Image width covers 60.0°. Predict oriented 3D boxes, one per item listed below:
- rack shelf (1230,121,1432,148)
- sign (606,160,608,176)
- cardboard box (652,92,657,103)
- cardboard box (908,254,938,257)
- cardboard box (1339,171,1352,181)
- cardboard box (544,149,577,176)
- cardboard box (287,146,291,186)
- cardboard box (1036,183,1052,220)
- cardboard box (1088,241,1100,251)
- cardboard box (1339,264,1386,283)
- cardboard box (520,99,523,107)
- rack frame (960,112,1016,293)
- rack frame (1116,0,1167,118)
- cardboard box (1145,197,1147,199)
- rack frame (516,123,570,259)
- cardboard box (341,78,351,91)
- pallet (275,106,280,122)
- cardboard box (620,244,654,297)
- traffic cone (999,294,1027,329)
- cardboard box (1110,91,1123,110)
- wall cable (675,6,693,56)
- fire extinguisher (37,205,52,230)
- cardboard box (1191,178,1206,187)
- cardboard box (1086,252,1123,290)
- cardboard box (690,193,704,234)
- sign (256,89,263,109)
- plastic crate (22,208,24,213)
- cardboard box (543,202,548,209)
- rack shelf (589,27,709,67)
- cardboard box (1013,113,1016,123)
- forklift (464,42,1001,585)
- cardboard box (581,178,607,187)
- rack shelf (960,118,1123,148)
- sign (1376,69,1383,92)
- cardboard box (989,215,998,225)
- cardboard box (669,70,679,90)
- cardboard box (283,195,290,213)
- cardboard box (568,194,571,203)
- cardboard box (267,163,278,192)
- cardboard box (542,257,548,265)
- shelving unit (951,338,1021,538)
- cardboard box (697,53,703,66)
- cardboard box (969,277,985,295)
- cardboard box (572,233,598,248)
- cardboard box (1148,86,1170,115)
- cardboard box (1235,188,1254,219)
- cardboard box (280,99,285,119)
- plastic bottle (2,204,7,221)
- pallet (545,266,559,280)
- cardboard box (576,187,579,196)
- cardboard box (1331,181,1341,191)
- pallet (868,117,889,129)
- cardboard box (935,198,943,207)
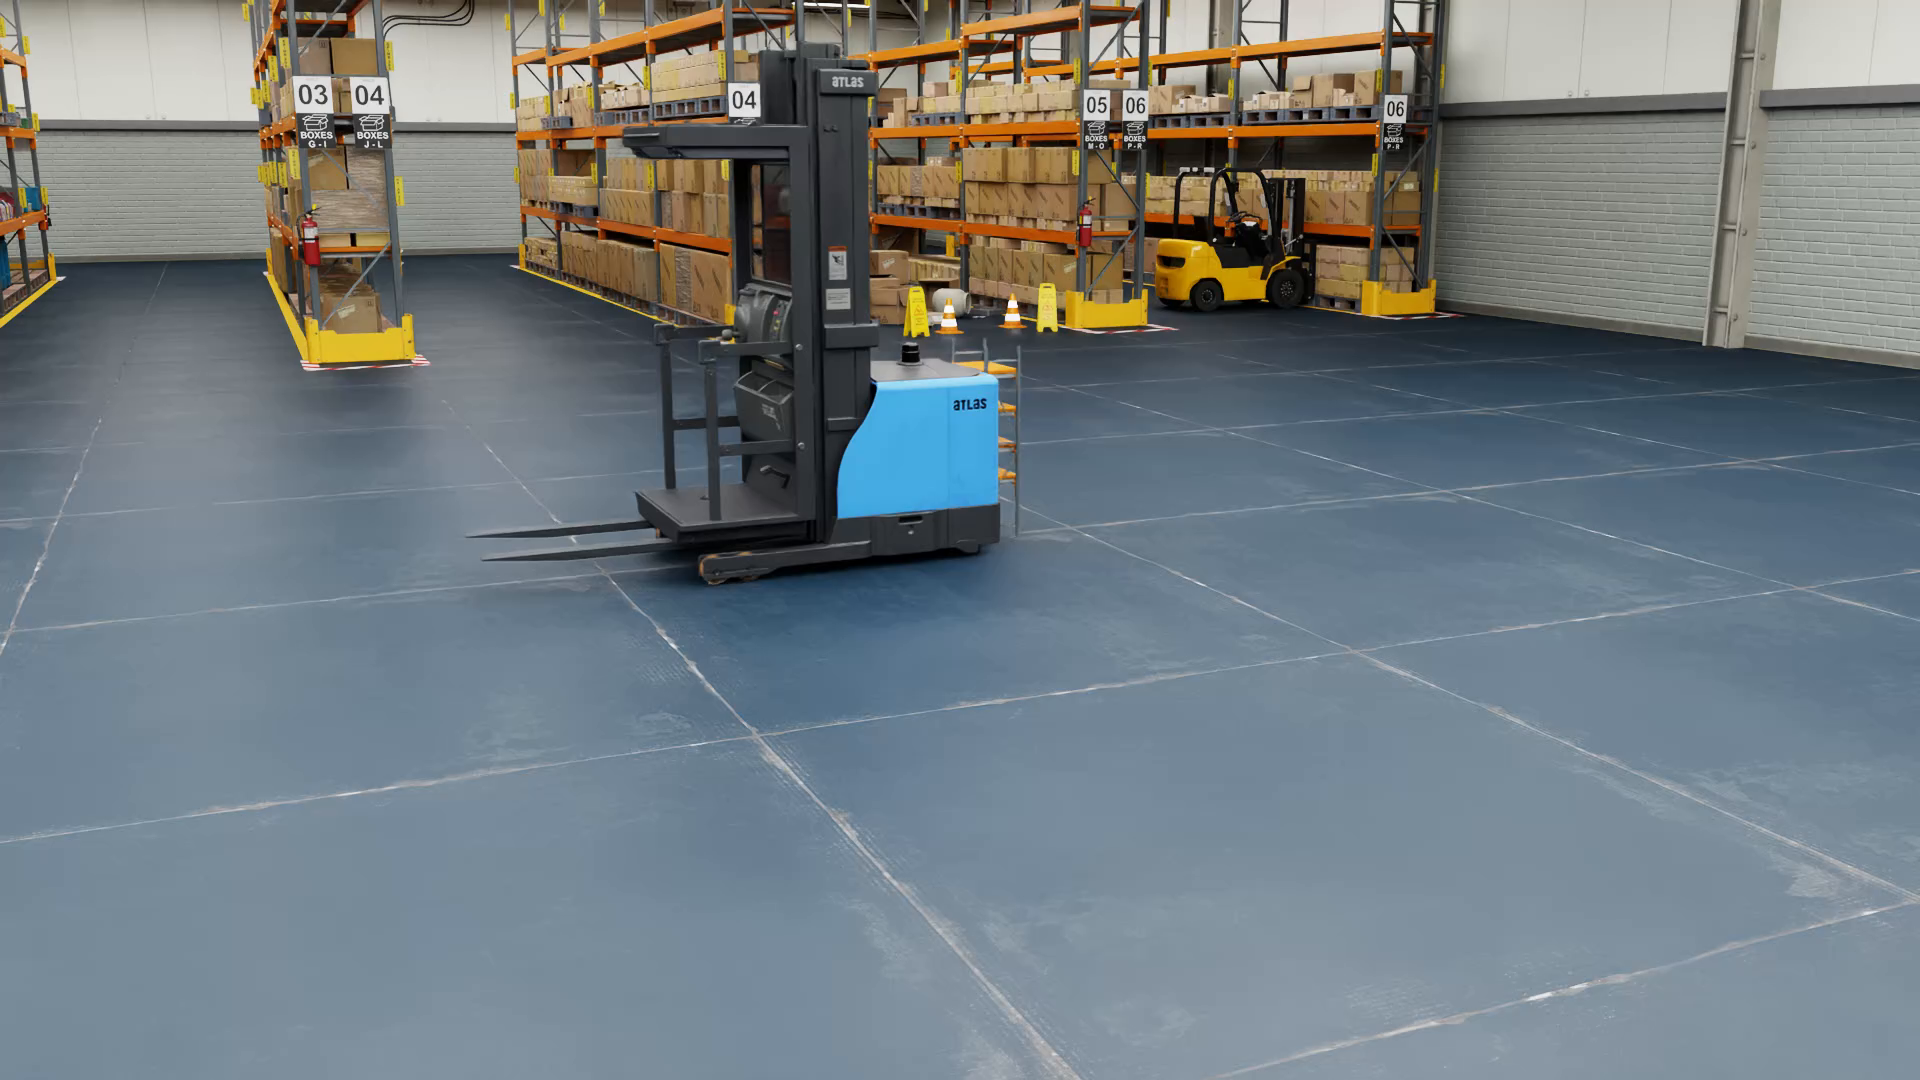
[{"bbox_3d":[5.836,-6.433,26.456,1.077,0.370,4.000,-6,14,-23],"label":"rack shelf"},{"bbox_3d":[-6.704,-7.086,31.767,0.100,0.325,0.005,-6,14,-23],"label":"sign"},{"bbox_3d":[-4.172,-6.305,23.710,0.380,0.149,0.250,-6,14,-24],"label":"cardboard box"},{"bbox_3d":[-0.896,-4.920,29.870,0.950,0.372,0.625,-7,15,-27],"label":"cardboard box"},{"bbox_3d":[6.044,-5.573,25.479,0.380,0.149,0.250,-5,14,-22],"label":"cardboard box"},{"bbox_3d":[-7.647,-7.225,31.834,0.500,0.500,0.500,-6,14,-25],"label":"cardboard box"},{"bbox_3d":[-8.443,-4.853,21.587,0.500,0.500,0.500,-6,14,-23],"label":"cardboard box"},{"bbox_3d":[1.425,-4.845,23.769,0.500,0.500,0.500,-6,14,-23],"label":"cardboard box"},{"bbox_3d":[2.876,-5.721,33.049,0.500,0.500,0.500,-6,14,-24],"label":"cardboard box"},{"bbox_3d":[6.156,-4.090,25.447,0.500,0.250,0.500,-6,14,-24],"label":"cardboard box"},{"bbox_3d":[-8.765,-8.919,33.943,0.380,0.149,0.250,-6,14,-23],"label":"cardboard box"},{"bbox_3d":[0.489,-5.286,26.558,1.000,3.000,0.127,-6,14,-23],"label":"rack frame"},{"bbox_3d":[3.433,-9.485,31.393,1.000,3.000,0.127,-6,14,-23],"label":"rack frame"},{"bbox_3d":[3.586,-6.515,31.091,0.500,0.250,0.500,-5,14,-21],"label":"cardboard box"},{"bbox_3d":[-8.813,-7.298,35.248,1.000,3.000,0.127,-6,14,-23],"label":"rack frame"},{"bbox_3d":[-6.888,-5.225,19.090,0.380,0.149,0.250,-6,14,-23],"label":"cardboard box"},{"bbox_3d":[-9.159,-6.112,23.891,1.213,0.211,1.003,-6,14,-23],"label":"pallet"},{"bbox_3d":[-4.720,-4.247,26.124,1.050,0.750,0.750,-6,14,-23],"label":"cardboard box"},{"bbox_3d":[0.737,-3.196,23.154,0.336,0.463,0.334,-6,14,-23],"label":"traffic cone"},{"bbox_3d":[2.134,-6.121,23.186,0.500,0.250,0.500,-6,14,-24],"label":"cardboard box"},{"bbox_3d":[-6.855,-11.838,41.562,0.463,3.000,0.029,-6,14,-23],"label":"wall cable"},{"bbox_3d":[-17.581,-6.276,31.833,0.296,0.674,0.183,-6,14,-23],"label":"fire extinguisher"},{"bbox_3d":[4.298,-6.300,29.278,0.380,0.149,0.250,-6,14,-25],"label":"cardboard box"},{"bbox_3d":[2.011,-3.887,24.015,0.500,0.500,0.500,-6,14,-25],"label":"cardboard box"},{"bbox_3d":[-3.194,-4.482,22.751,0.875,0.550,0.500,-6,14,-23],"label":"cardboard box"},{"bbox_3d":[-12.304,-7.745,29.209,0.100,0.325,0.005,-6,14,-23],"label":"sign"},{"bbox_3d":[-16.777,-5.900,29.341,0.437,0.282,0.530,-6,14,-23],"label":"plastic crate"},{"bbox_3d":[-8.012,-6.600,32.790,0.380,0.149,0.250,-6,14,-25],"label":"cardboard box"},{"bbox_3d":[-4.808,-7.609,25.772,1.077,0.370,4.000,-6,14,-23],"label":"rack shelf"},{"bbox_3d":[1.007,-6.220,24.495,0.380,0.149,0.250,-6,14,-23],"label":"cardboard box"},{"bbox_3d":[-1.320,-1.313,9.542,3.031,2.935,1.130,-6,14,-23],"label":"forklift"},{"bbox_3d":[-6.225,-6.077,28.280,0.380,0.149,0.250,-6,14,-25],"label":"cardboard box"},{"bbox_3d":[1.290,-5.984,24.516,1.077,0.370,4.000,-6,14,-23],"label":"rack shelf"},{"bbox_3d":[6.135,-6.717,24.300,0.100,0.325,0.005,-6,14,-23],"label":"sign"},{"bbox_3d":[0.671,-4.916,25.516,0.380,0.149,0.250,-5,14,-21],"label":"cardboard box"},{"bbox_3d":[-3.661,-6.270,22.677,0.500,0.250,0.500,-6,14,-24],"label":"cardboard box"},{"bbox_3d":[-9.733,-4.982,24.645,0.500,0.250,0.500,-6,14,-25],"label":"cardboard box"},{"bbox_3d":[-6.736,-6.053,29.496,0.380,0.149,0.250,-5,14,-21],"label":"cardboard box"},{"bbox_3d":[-12.225,-6.552,30.037,0.500,0.500,0.500,-5,14,-21],"label":"cardboard box"},{"bbox_3d":[-8.095,-5.551,33.093,0.380,0.149,0.250,-6,14,-23],"label":"cardboard box"},{"bbox_3d":[0.157,-0.641,10.480,0.258,1.200,0.503,-6,14,-24],"label":"shelving unit"},{"bbox_3d":[-3.156,-6.170,21.358,0.380,0.149,0.250,-5,14,-22],"label":"cardboard box"},{"bbox_3d":[0.478,-4.005,26.189,0.500,0.250,0.500,-6,14,-26],"label":"cardboard box"},{"bbox_3d":[-6.741,-5.431,30.134,0.500,0.250,0.500,-5,14,-21],"label":"cardboard box"},{"bbox_3d":[3.794,-8.058,30.508,0.700,0.500,0.500,-6,14,-24],"label":"cardboard box"},{"bbox_3d":[4.974,-5.669,27.990,0.500,0.500,0.500,-6,14,-25],"label":"cardboard box"},{"bbox_3d":[-8.646,-5.663,21.868,0.500,0.250,0.500,-6,14,-25],"label":"cardboard box"},{"bbox_3d":[-15.532,-5.304,26.911,0.152,0.276,0.135,-6,14,-23],"label":"plastic bottle"},{"bbox_3d":[-7.512,-5.248,32.578,1.003,0.211,1.213,-6,14,-23],"label":"pallet"},{"bbox_3d":[-6.440,-6.042,28.789,0.380,0.149,0.250,-5,14,-22],"label":"cardboard box"},{"bbox_3d":[5.976,-5.482,25.742,0.380,0.149,0.250,-6,14,-23],"label":"cardboard box"},{"bbox_3d":[-1.420,-7.610,30.366,1.213,0.211,1.003,-5,14,-20],"label":"pallet"},{"bbox_3d":[-0.196,-5.556,27.349,0.380,0.149,0.250,-6,14,-24],"label":"cardboard box"}]
